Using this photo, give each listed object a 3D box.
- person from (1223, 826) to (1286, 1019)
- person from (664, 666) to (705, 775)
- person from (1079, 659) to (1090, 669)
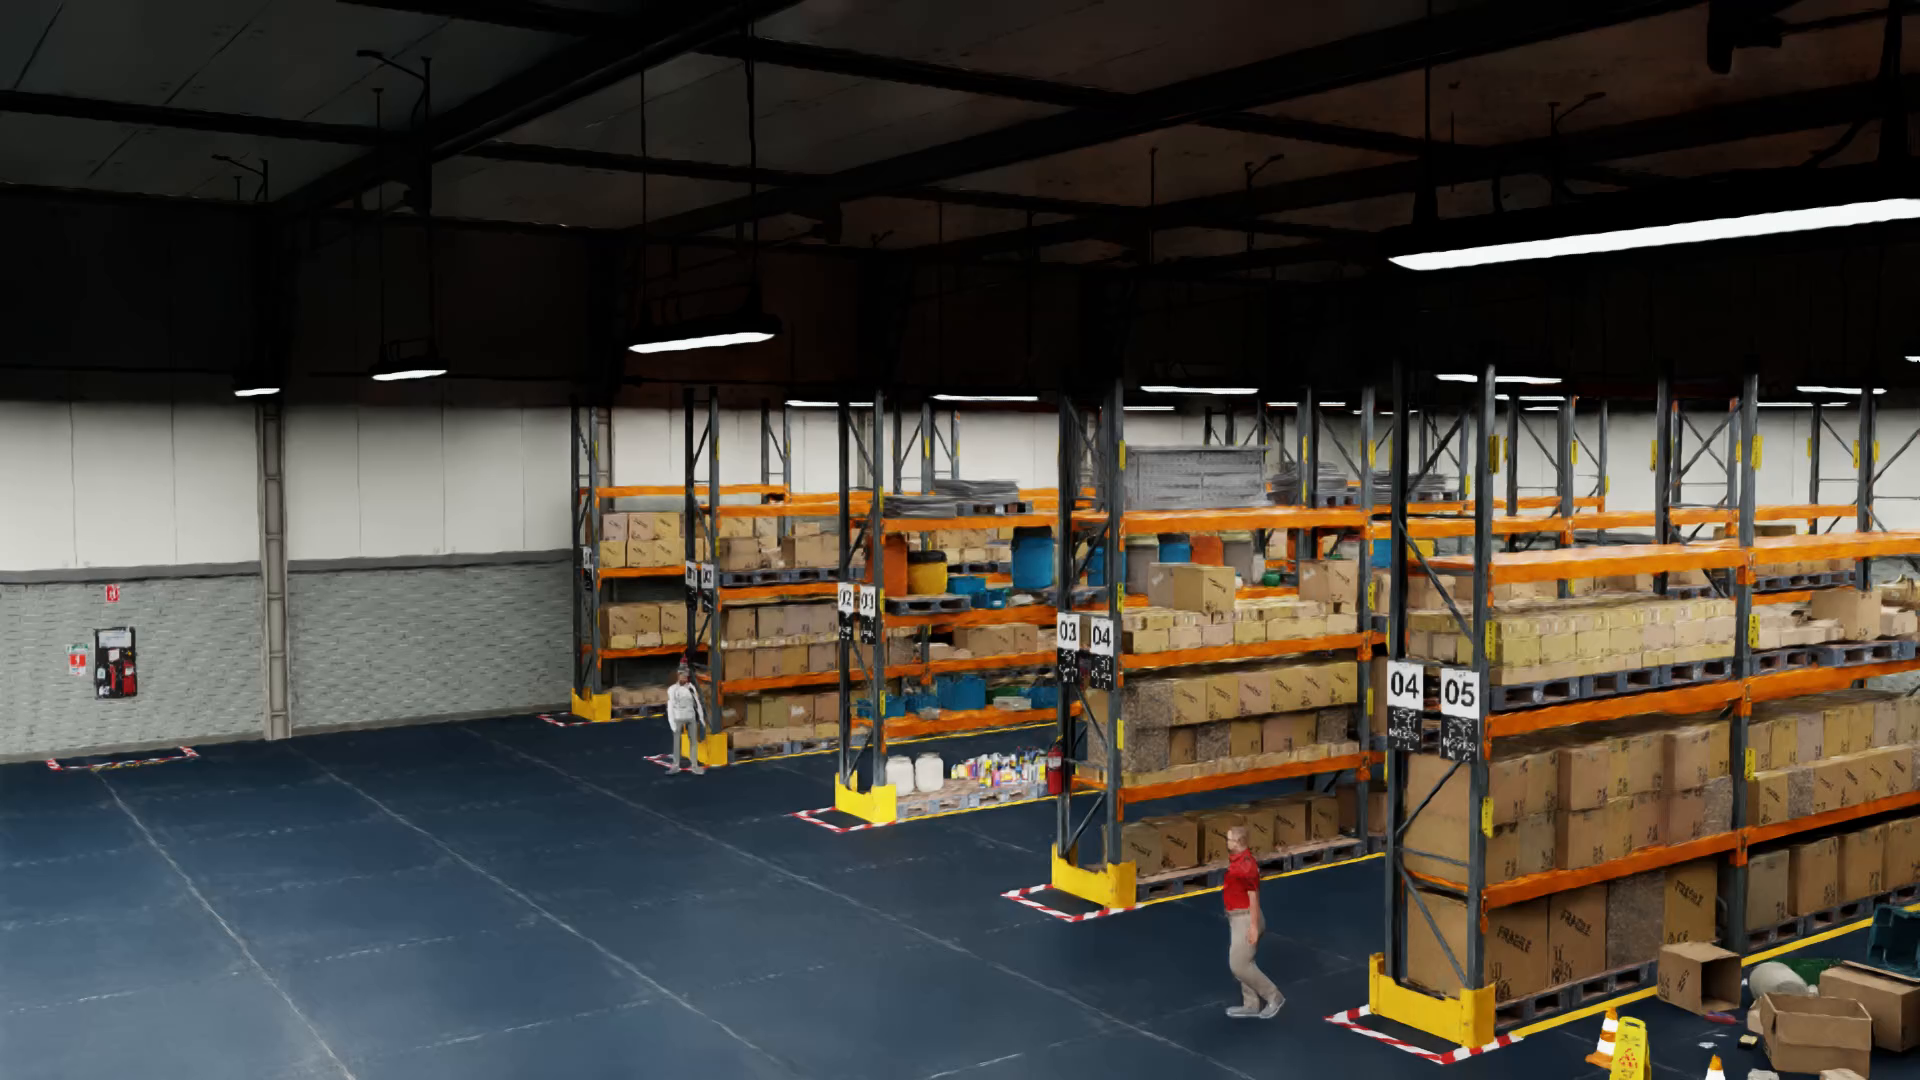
[{"bbox_3d":[2.620,3.414,14.836,0.542,1.719,0.605,0,3,3],"label":"person"},{"bbox_3d":[-4.239,2.771,25.591,0.629,1.682,0.368,-1,4,-23],"label":"person"},{"bbox_3d":[2.517,2.270,33.725,1.127,1.707,0.563,-3,4,-37],"label":"person"}]
